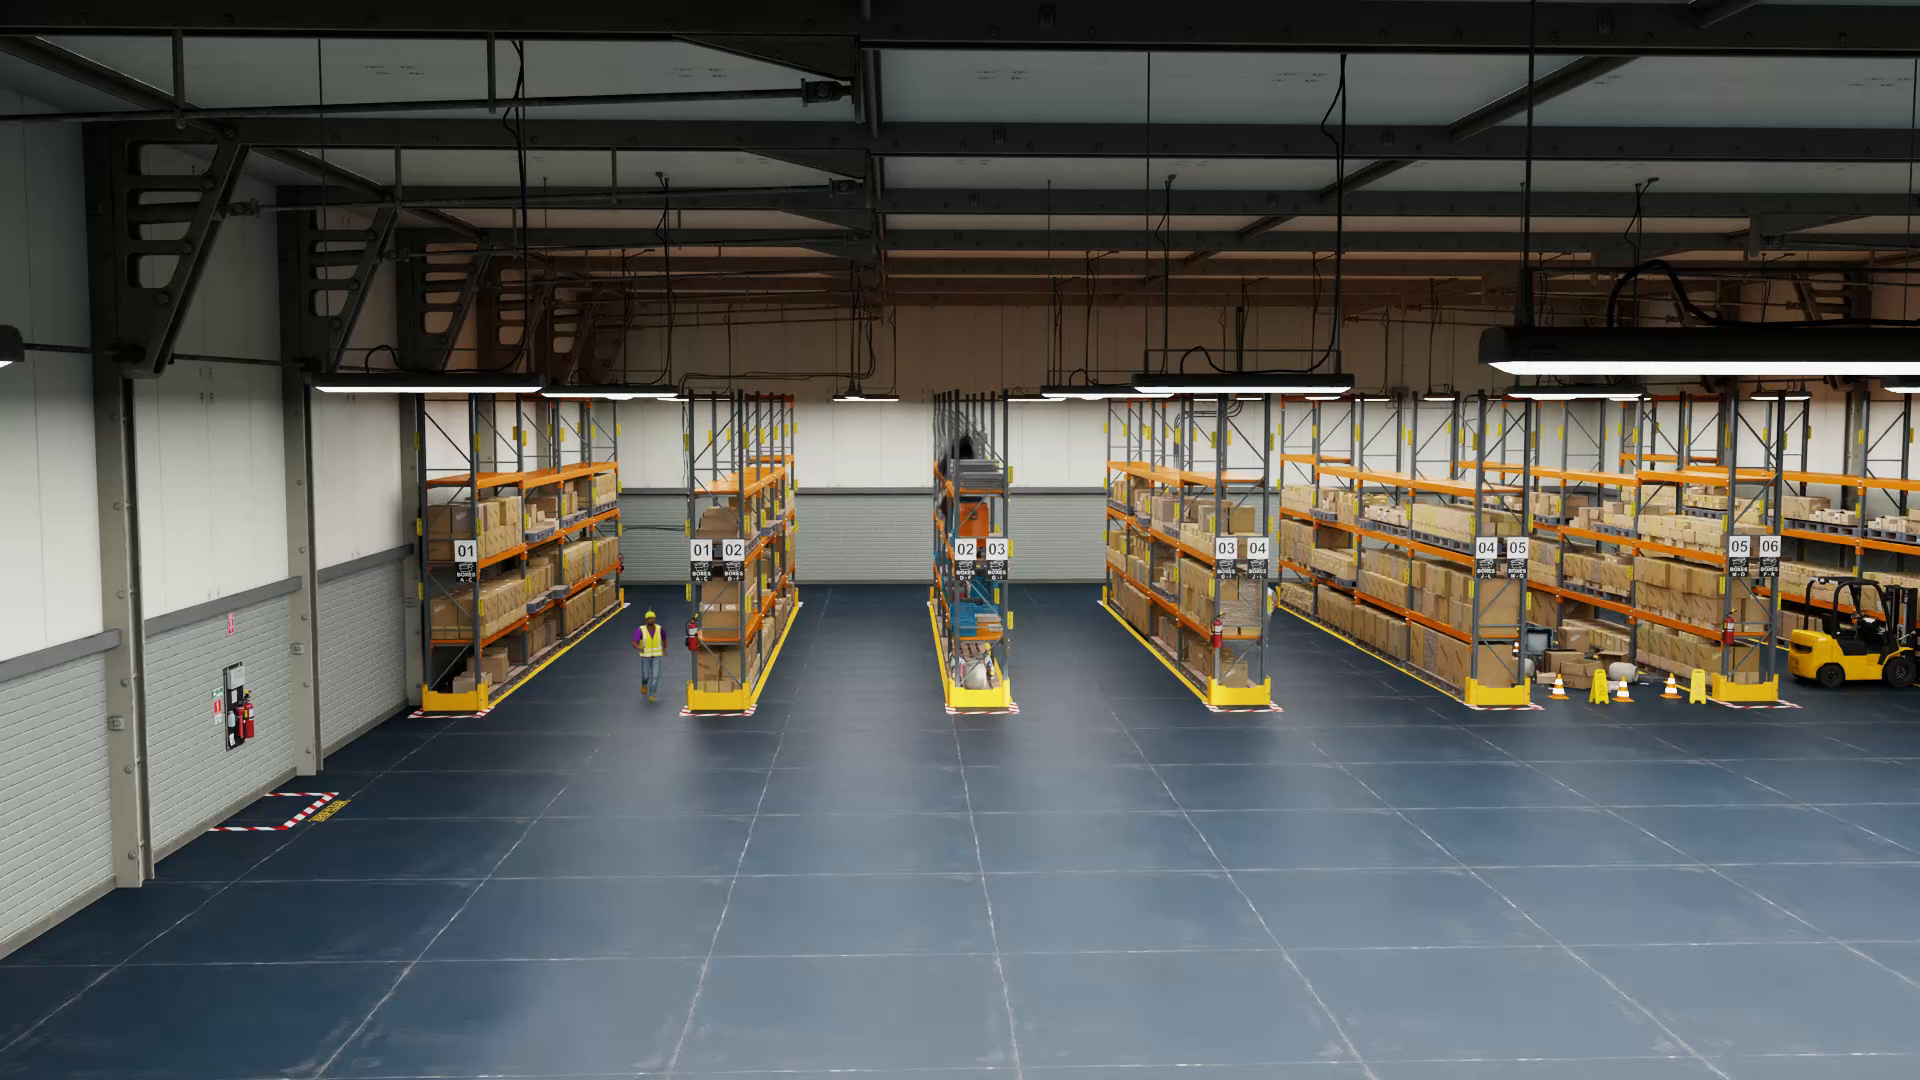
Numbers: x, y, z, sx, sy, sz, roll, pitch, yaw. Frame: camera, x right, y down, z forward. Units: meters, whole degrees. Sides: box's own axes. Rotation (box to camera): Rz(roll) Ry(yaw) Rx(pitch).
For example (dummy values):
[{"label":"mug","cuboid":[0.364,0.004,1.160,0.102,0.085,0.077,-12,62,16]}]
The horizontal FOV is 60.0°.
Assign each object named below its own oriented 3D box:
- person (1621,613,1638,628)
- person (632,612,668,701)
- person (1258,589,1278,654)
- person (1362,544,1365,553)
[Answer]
[{"label":"person","cuboid":[16.600,1.486,41.115,0.711,1.745,0.884,0,5,-6]},{"label":"person","cuboid":[-5.986,2.237,32.166,0.699,1.728,0.687,-2,5,-20]},{"label":"person","cuboid":[6.936,1.734,38.135,0.685,1.802,0.896,0,5,-4]},{"label":"person","cuboid":[11.402,0.998,47.135,0.711,1.750,0.884,-2,5,-25]}]
